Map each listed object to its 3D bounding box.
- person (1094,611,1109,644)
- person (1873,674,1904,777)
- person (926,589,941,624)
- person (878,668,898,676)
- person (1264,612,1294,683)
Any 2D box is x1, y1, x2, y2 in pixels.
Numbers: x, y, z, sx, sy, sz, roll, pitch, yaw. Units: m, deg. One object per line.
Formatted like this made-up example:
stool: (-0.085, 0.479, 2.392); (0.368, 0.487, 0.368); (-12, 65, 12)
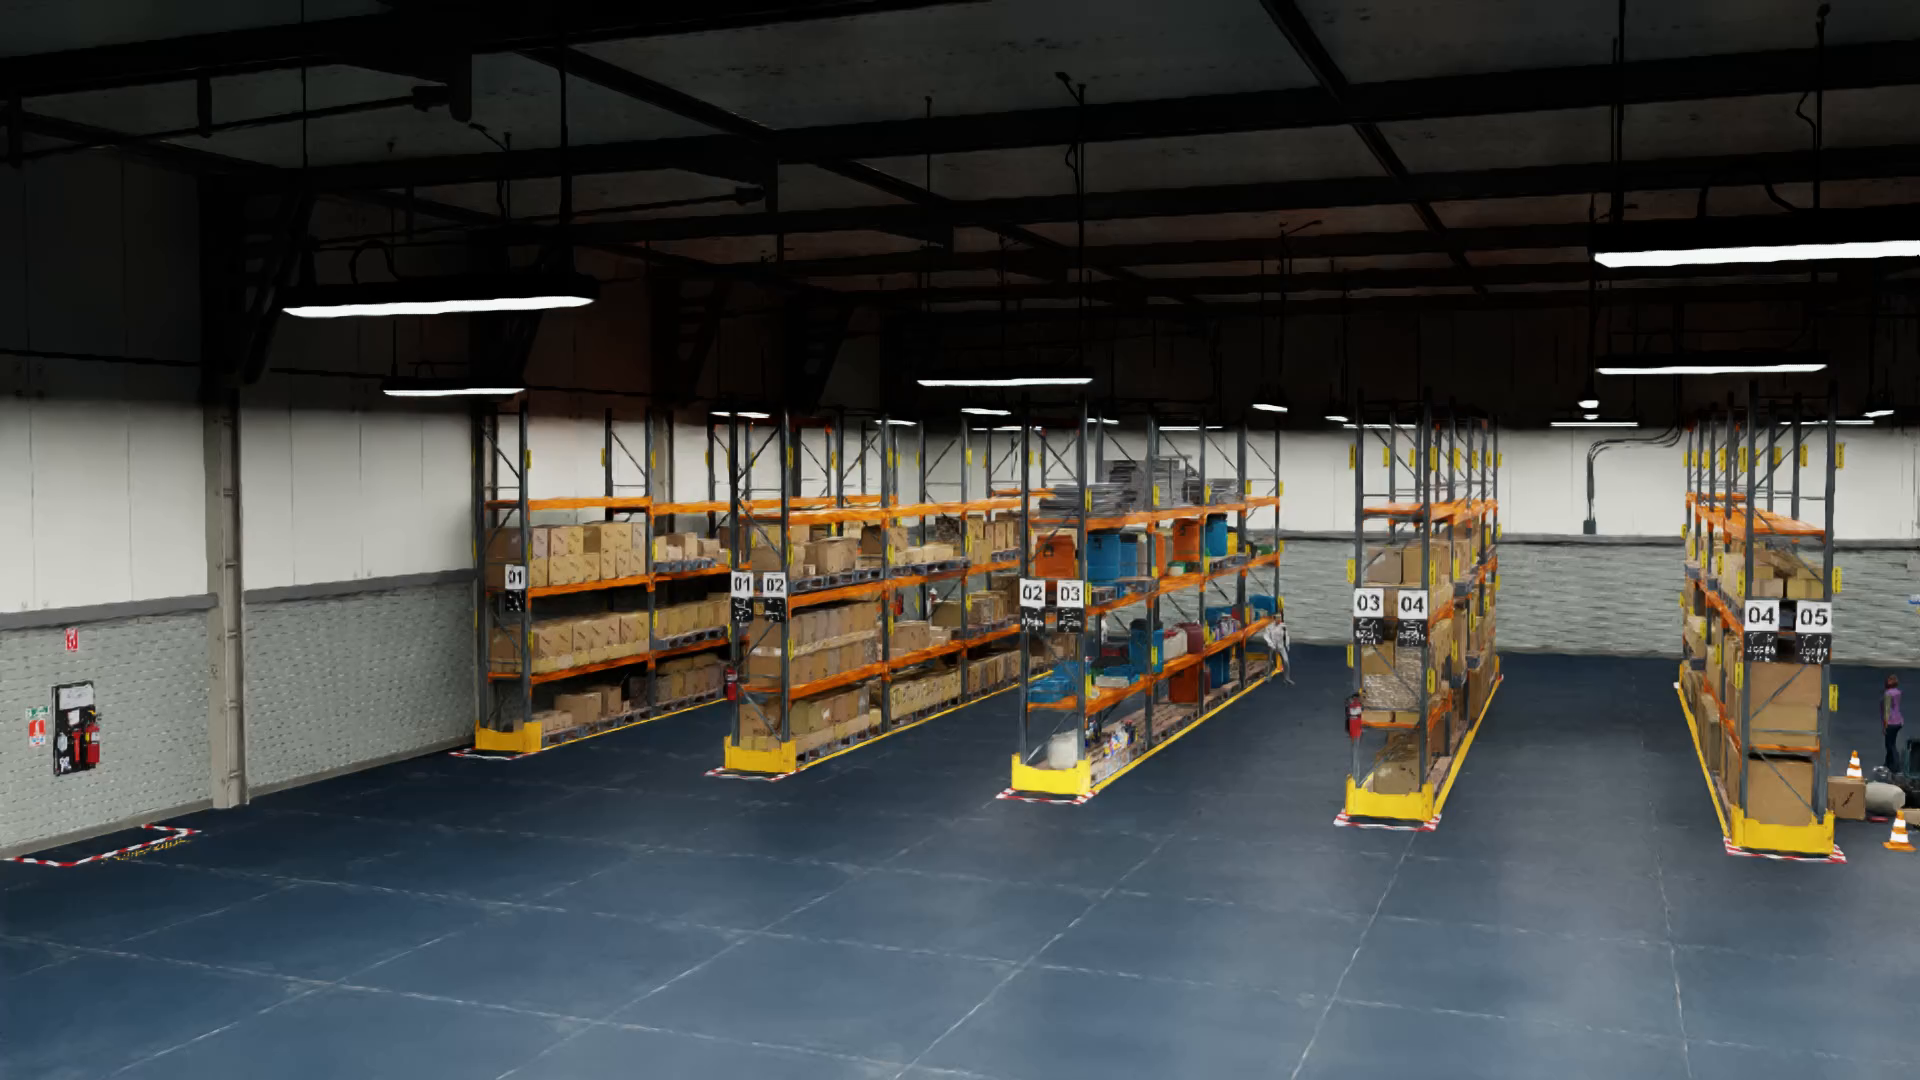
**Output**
person: (3.198, 2.335, 37.236); (0.436, 1.680, 0.545); (0, 3, 1)
person: (14.652, 2.915, 26.238); (0.465, 1.599, 0.450); (-2, 4, -39)
person: (-0.638, 2.099, 41.981); (0.677, 1.742, 0.552); (1, 3, 19)
person: (-1.538, 2.472, 36.024); (0.625, 1.573, 0.517); (1, 3, 19)
person: (7.081, 2.382, 37.147); (0.638, 1.615, 0.774); (0, 3, 1)
